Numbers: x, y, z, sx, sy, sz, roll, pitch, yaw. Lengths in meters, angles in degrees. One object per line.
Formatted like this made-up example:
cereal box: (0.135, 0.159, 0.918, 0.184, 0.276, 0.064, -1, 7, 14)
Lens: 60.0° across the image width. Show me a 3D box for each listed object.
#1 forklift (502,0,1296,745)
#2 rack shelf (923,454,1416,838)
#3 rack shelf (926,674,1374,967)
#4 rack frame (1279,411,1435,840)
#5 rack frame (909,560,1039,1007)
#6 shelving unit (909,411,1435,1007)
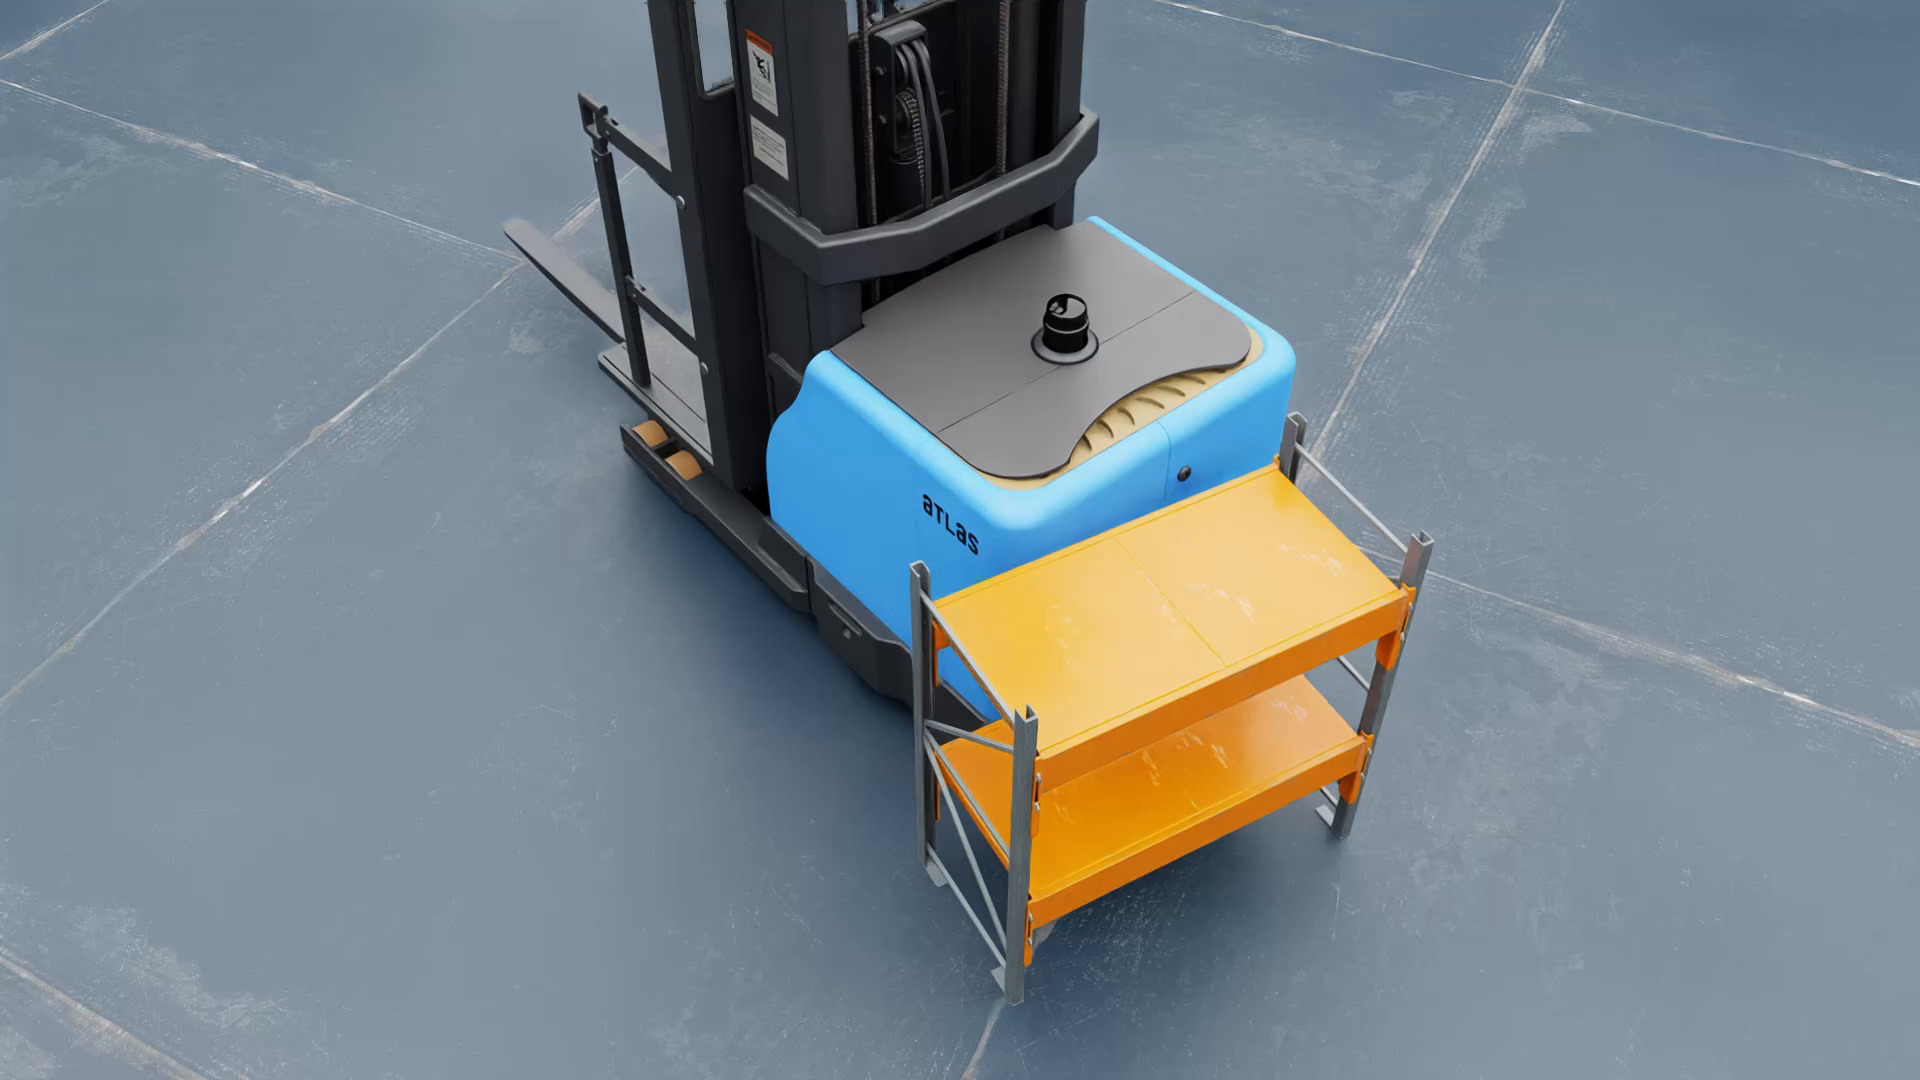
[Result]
forklift: (-0.451, -1.356, 4.529, 1.130, 2.935, 3.031, -31, 53, -27)
rack shelf: (0.468, 0.218, 3.832, 1.000, 0.278, 0.538, -22, 49, -20)
rack shelf: (0.468, 0.595, 4.214, 1.000, 0.278, 0.538, -22, 49, -20)
rack frame: (0.912, 0.248, 4.213, 0.032, 1.125, 0.500, -22, 49, -20)
rack frame: (0.023, 0.598, 3.867, 0.032, 1.125, 0.500, -22, 49, -20)
shelving unit: (0.468, 0.423, 4.040, 1.048, 1.125, 0.538, -22, 49, -20)
